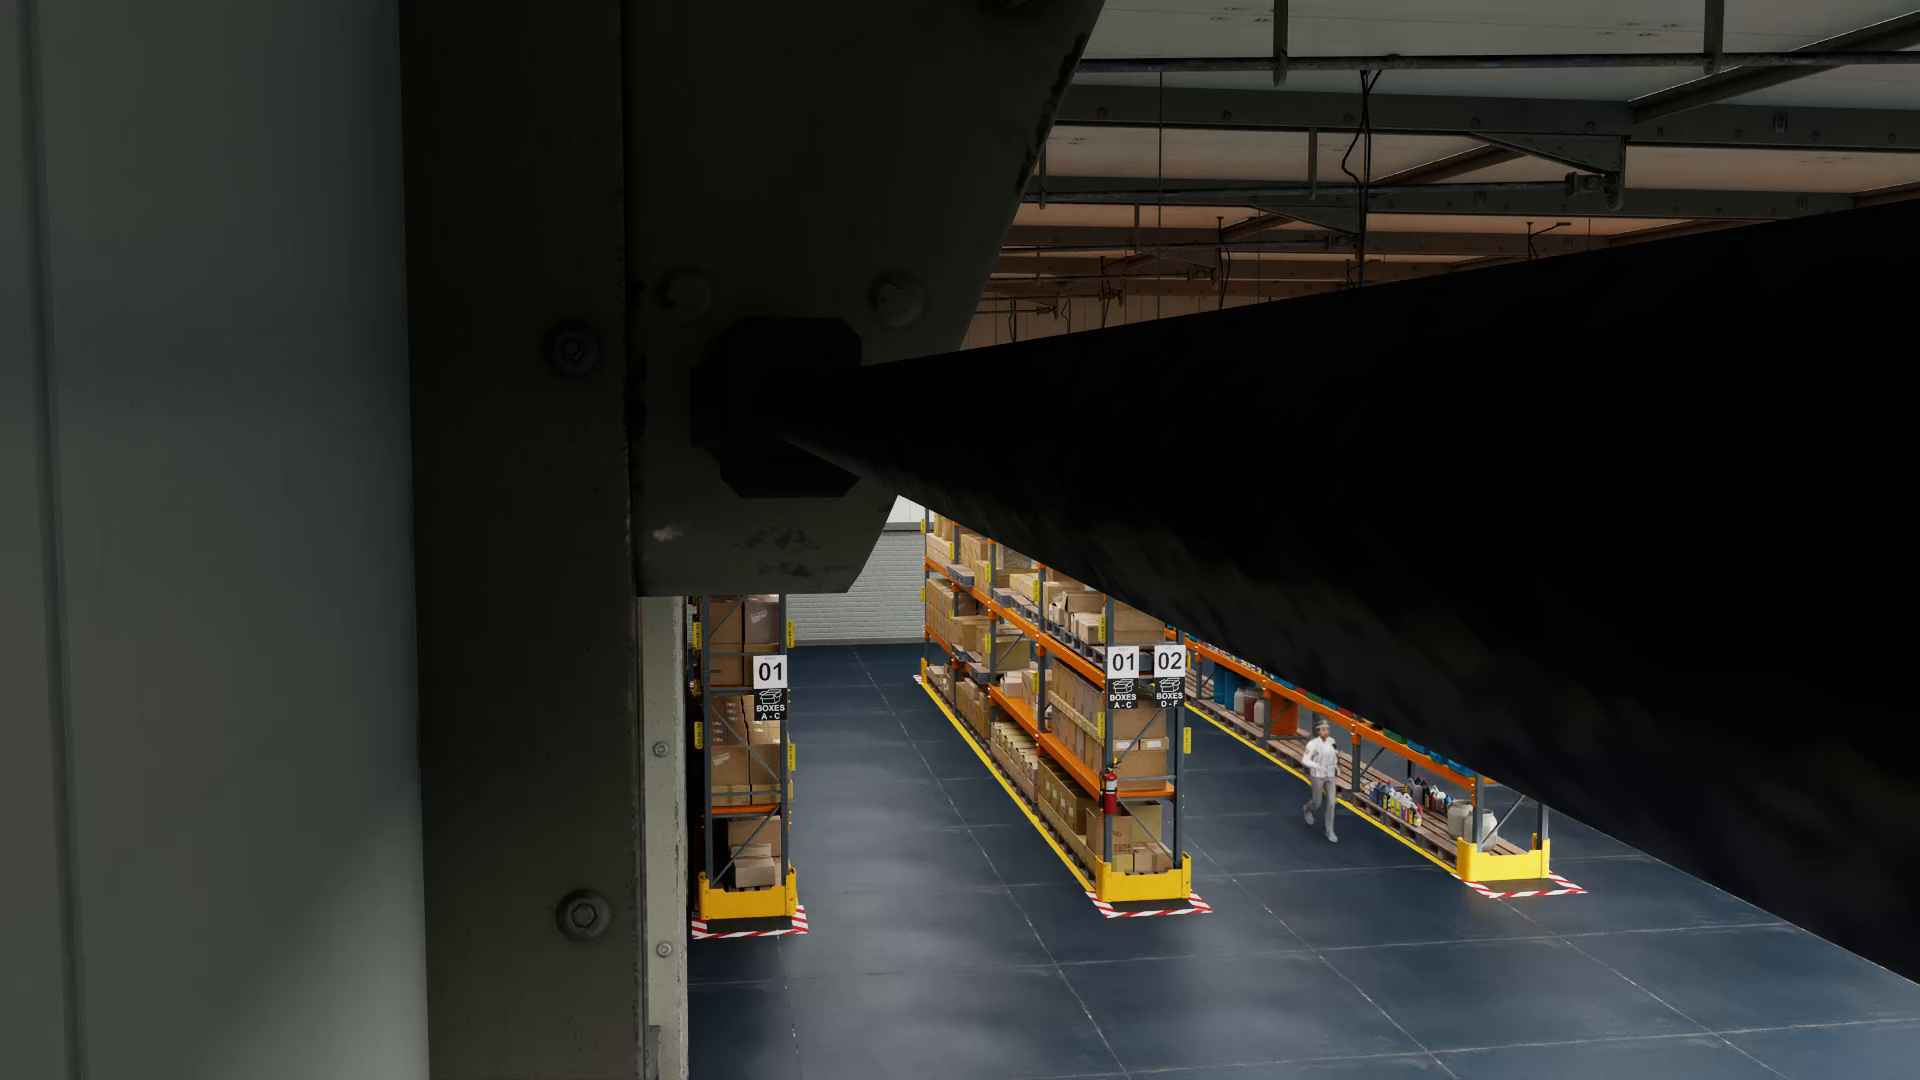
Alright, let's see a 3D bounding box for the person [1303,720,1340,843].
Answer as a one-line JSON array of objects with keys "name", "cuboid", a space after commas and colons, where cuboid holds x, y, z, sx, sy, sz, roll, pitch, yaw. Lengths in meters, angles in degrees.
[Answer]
[{"name": "person", "cuboid": [5.185, 3.398, 23.779, 0.616, 1.680, 0.901, -1, 5, -13]}]
